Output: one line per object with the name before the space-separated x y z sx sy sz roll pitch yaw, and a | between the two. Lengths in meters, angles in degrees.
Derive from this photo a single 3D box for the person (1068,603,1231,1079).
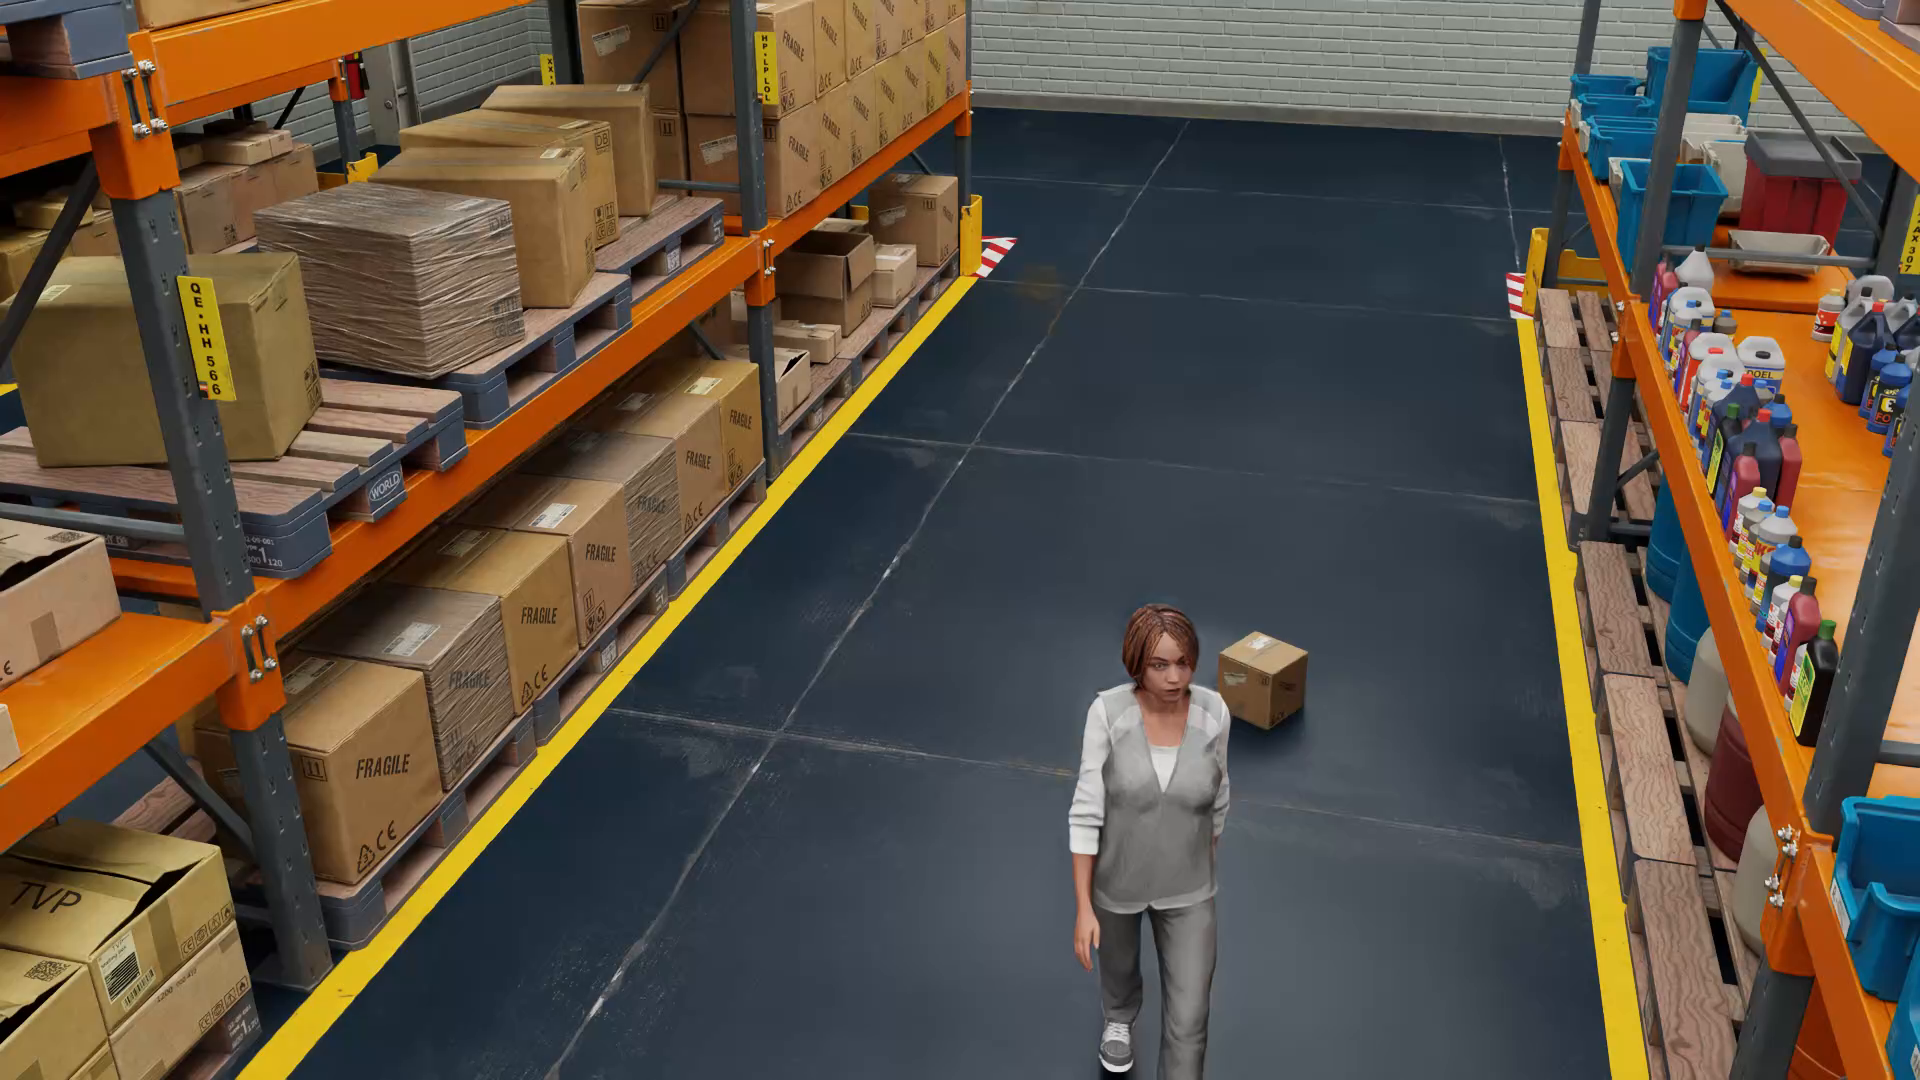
person | 0.475 0.911 4.202 0.414 1.545 0.921 2 26 4
